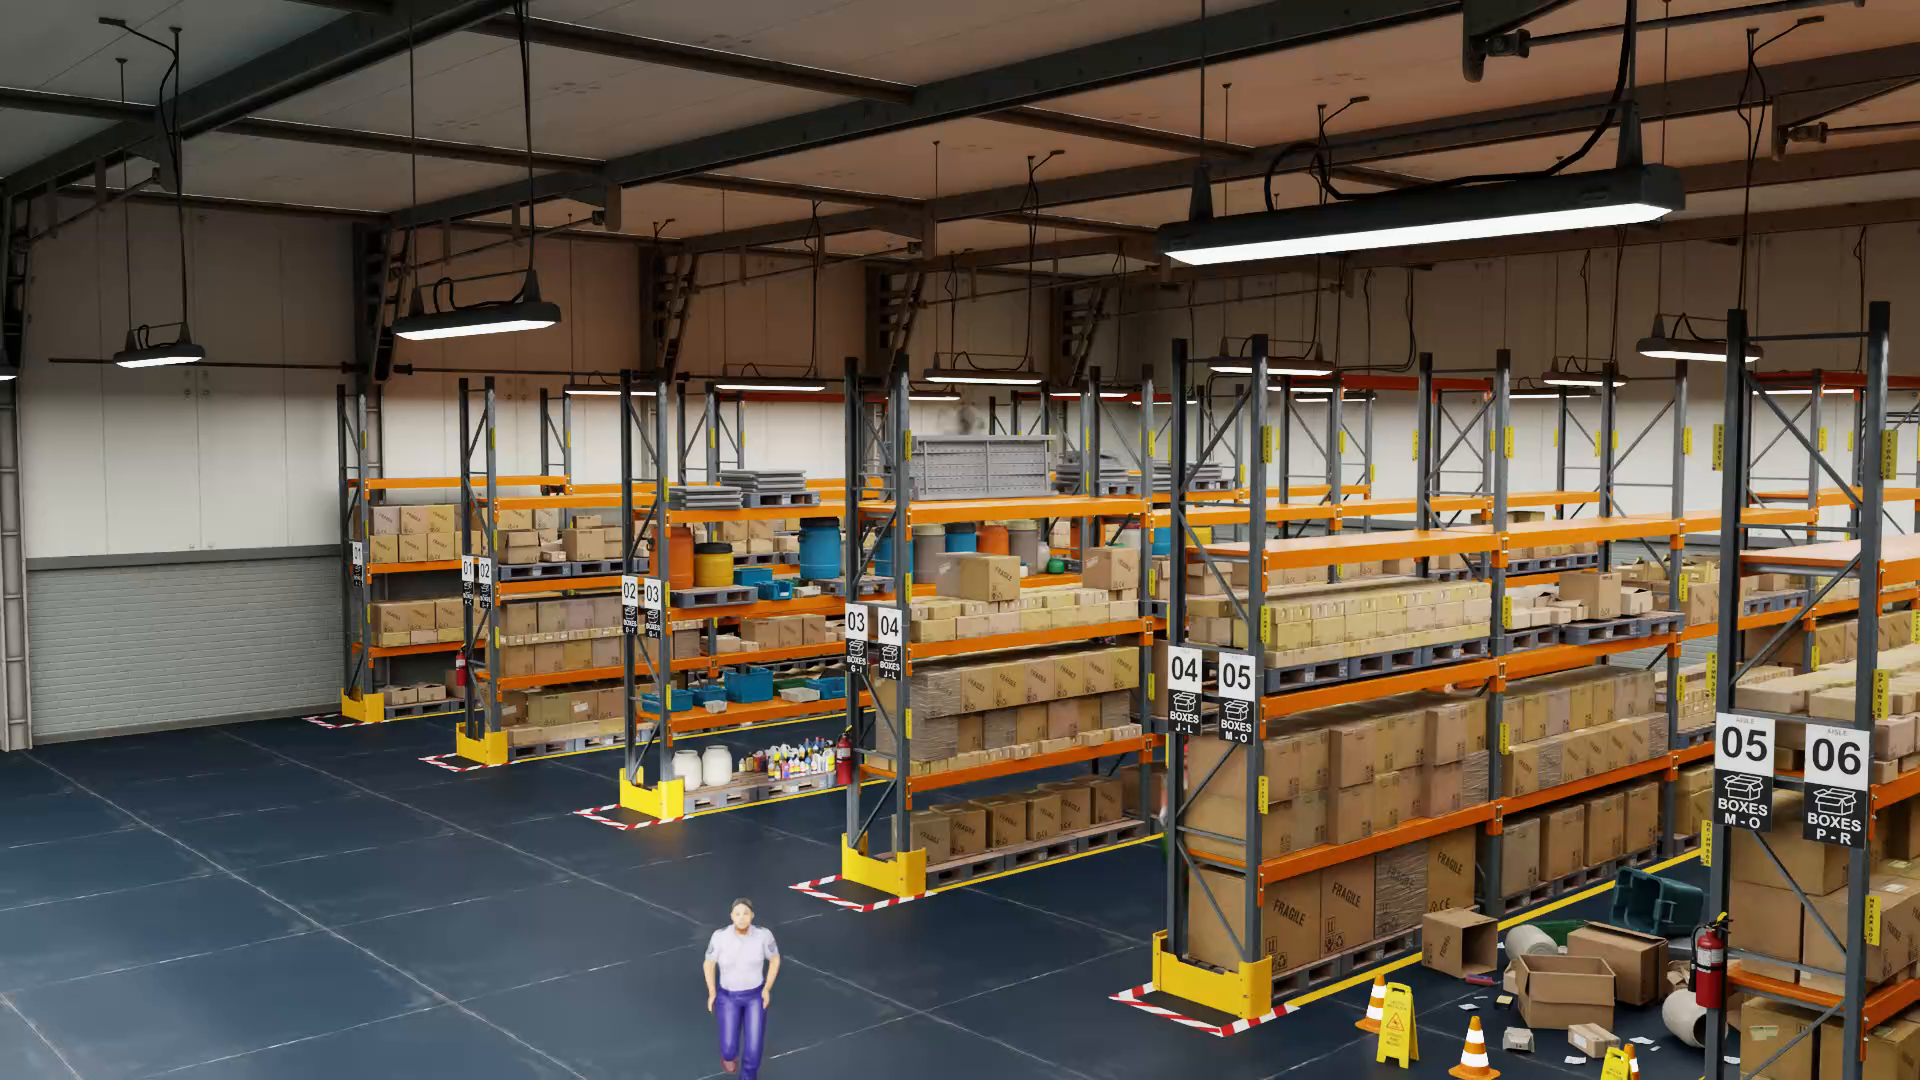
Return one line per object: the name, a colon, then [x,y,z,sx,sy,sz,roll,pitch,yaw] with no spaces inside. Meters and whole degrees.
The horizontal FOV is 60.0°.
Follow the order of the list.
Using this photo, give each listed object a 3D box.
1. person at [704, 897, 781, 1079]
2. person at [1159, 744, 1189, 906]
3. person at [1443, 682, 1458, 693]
person: [-1.684,3.530,12.882,0.593,1.600,0.586,-1,4,-9]
person: [2.485,3.096,18.248,0.648,1.748,0.572,3,5,37]
person: [6.987,2.794,23.741,0.559,1.632,0.613,-3,5,-42]
